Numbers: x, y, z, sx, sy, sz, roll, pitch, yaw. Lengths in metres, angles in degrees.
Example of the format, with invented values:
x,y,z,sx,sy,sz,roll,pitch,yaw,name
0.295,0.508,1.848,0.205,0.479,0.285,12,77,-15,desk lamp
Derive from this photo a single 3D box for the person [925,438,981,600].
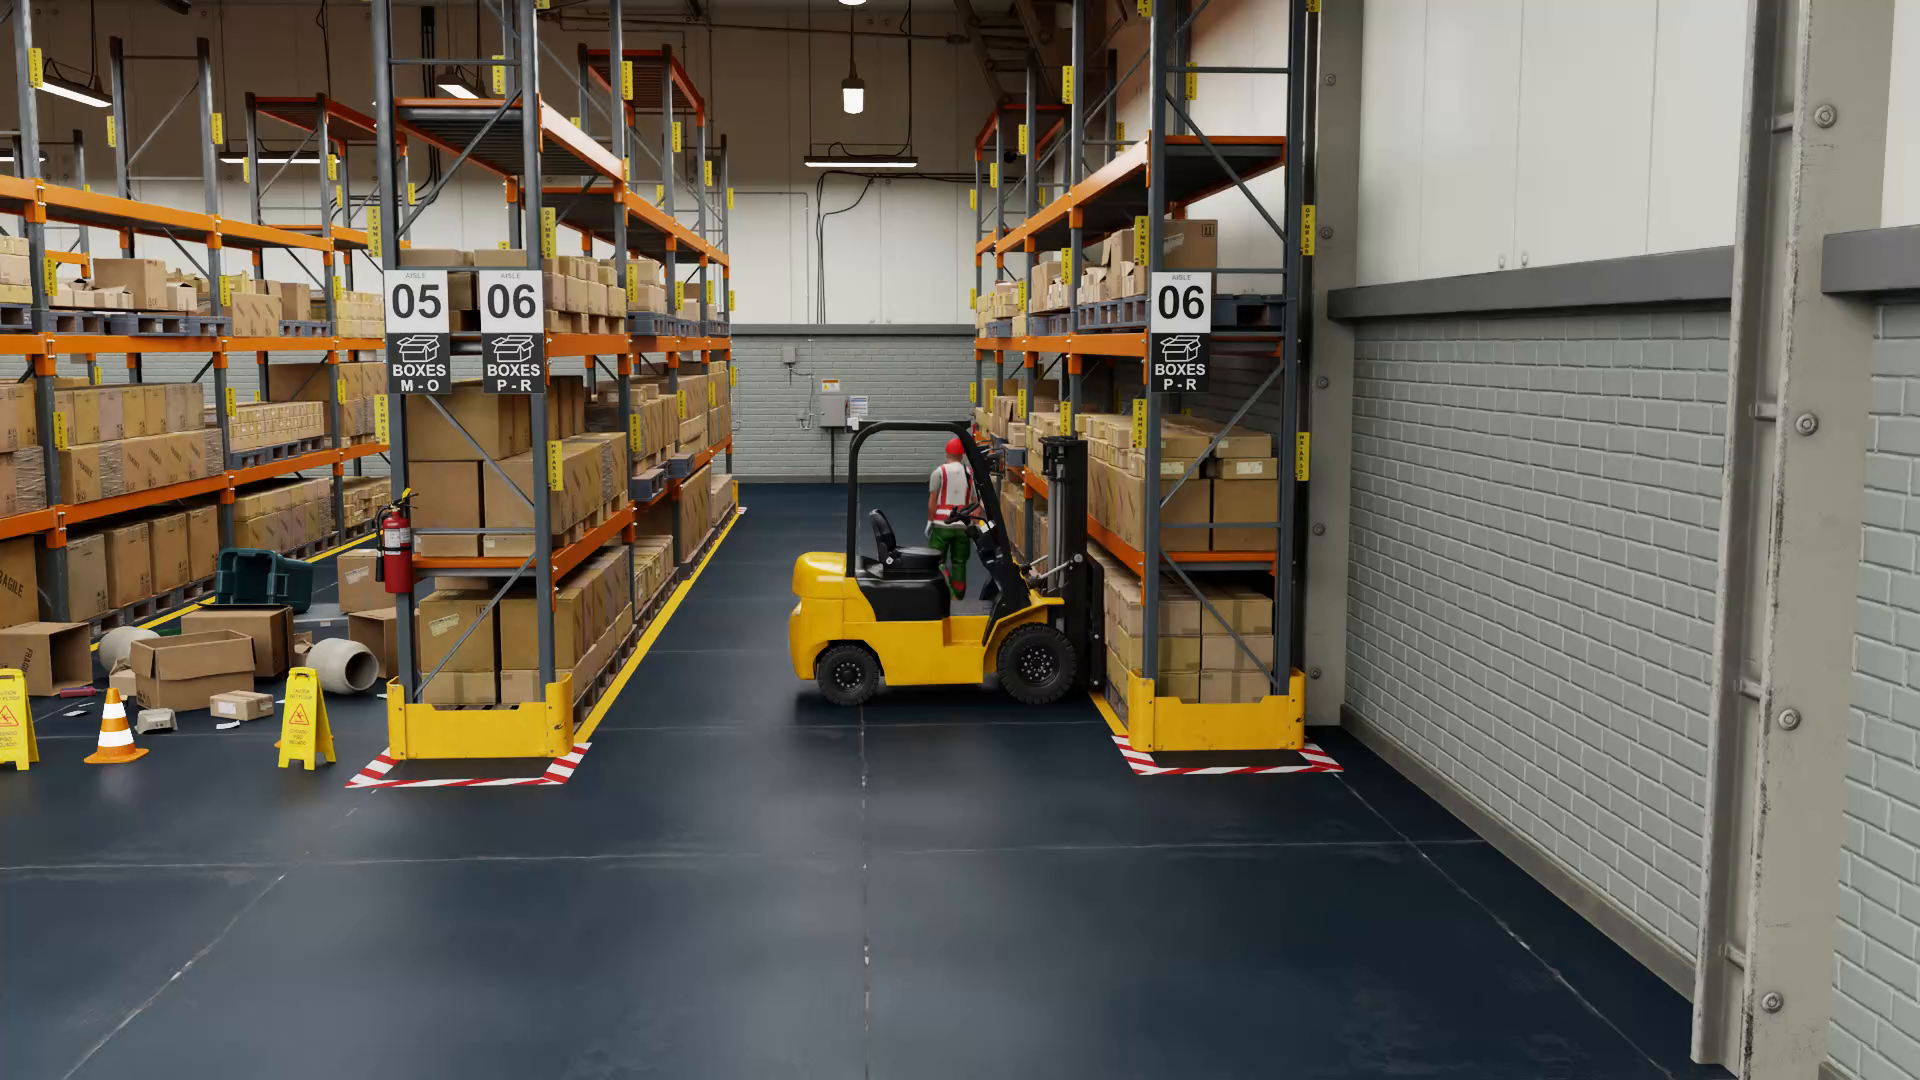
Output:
x,y,z,sx,sy,sz,roll,pitch,yaw,name
-0.058,-0.118,16.562,0.572,1.784,0.558,-2,7,-15,person
